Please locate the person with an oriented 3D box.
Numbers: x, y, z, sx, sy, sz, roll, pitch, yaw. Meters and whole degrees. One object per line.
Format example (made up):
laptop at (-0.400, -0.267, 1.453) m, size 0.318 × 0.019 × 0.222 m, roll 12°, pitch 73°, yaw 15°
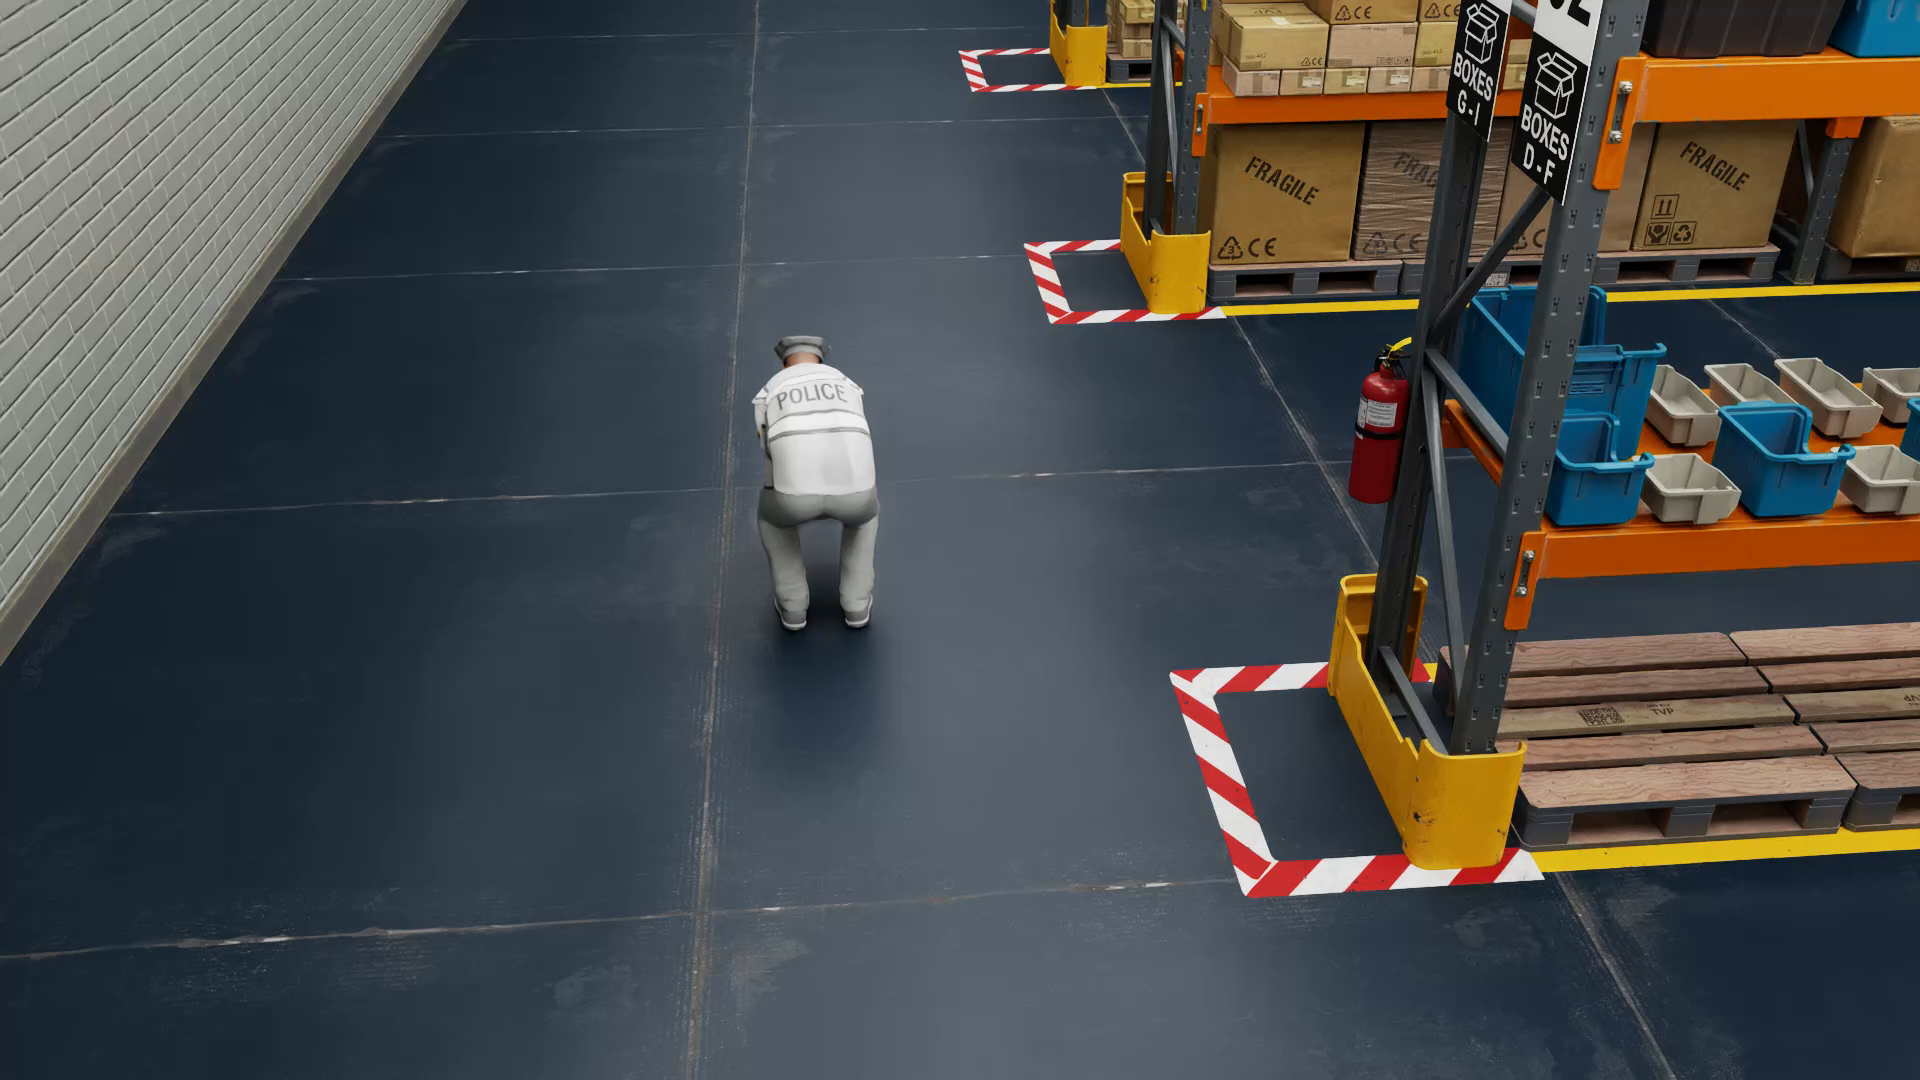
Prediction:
person at (-0.620, -0.251, 7.190) m, size 0.533 × 1.093 × 1.034 m, roll -4°, pitch 31°, yaw -7°
